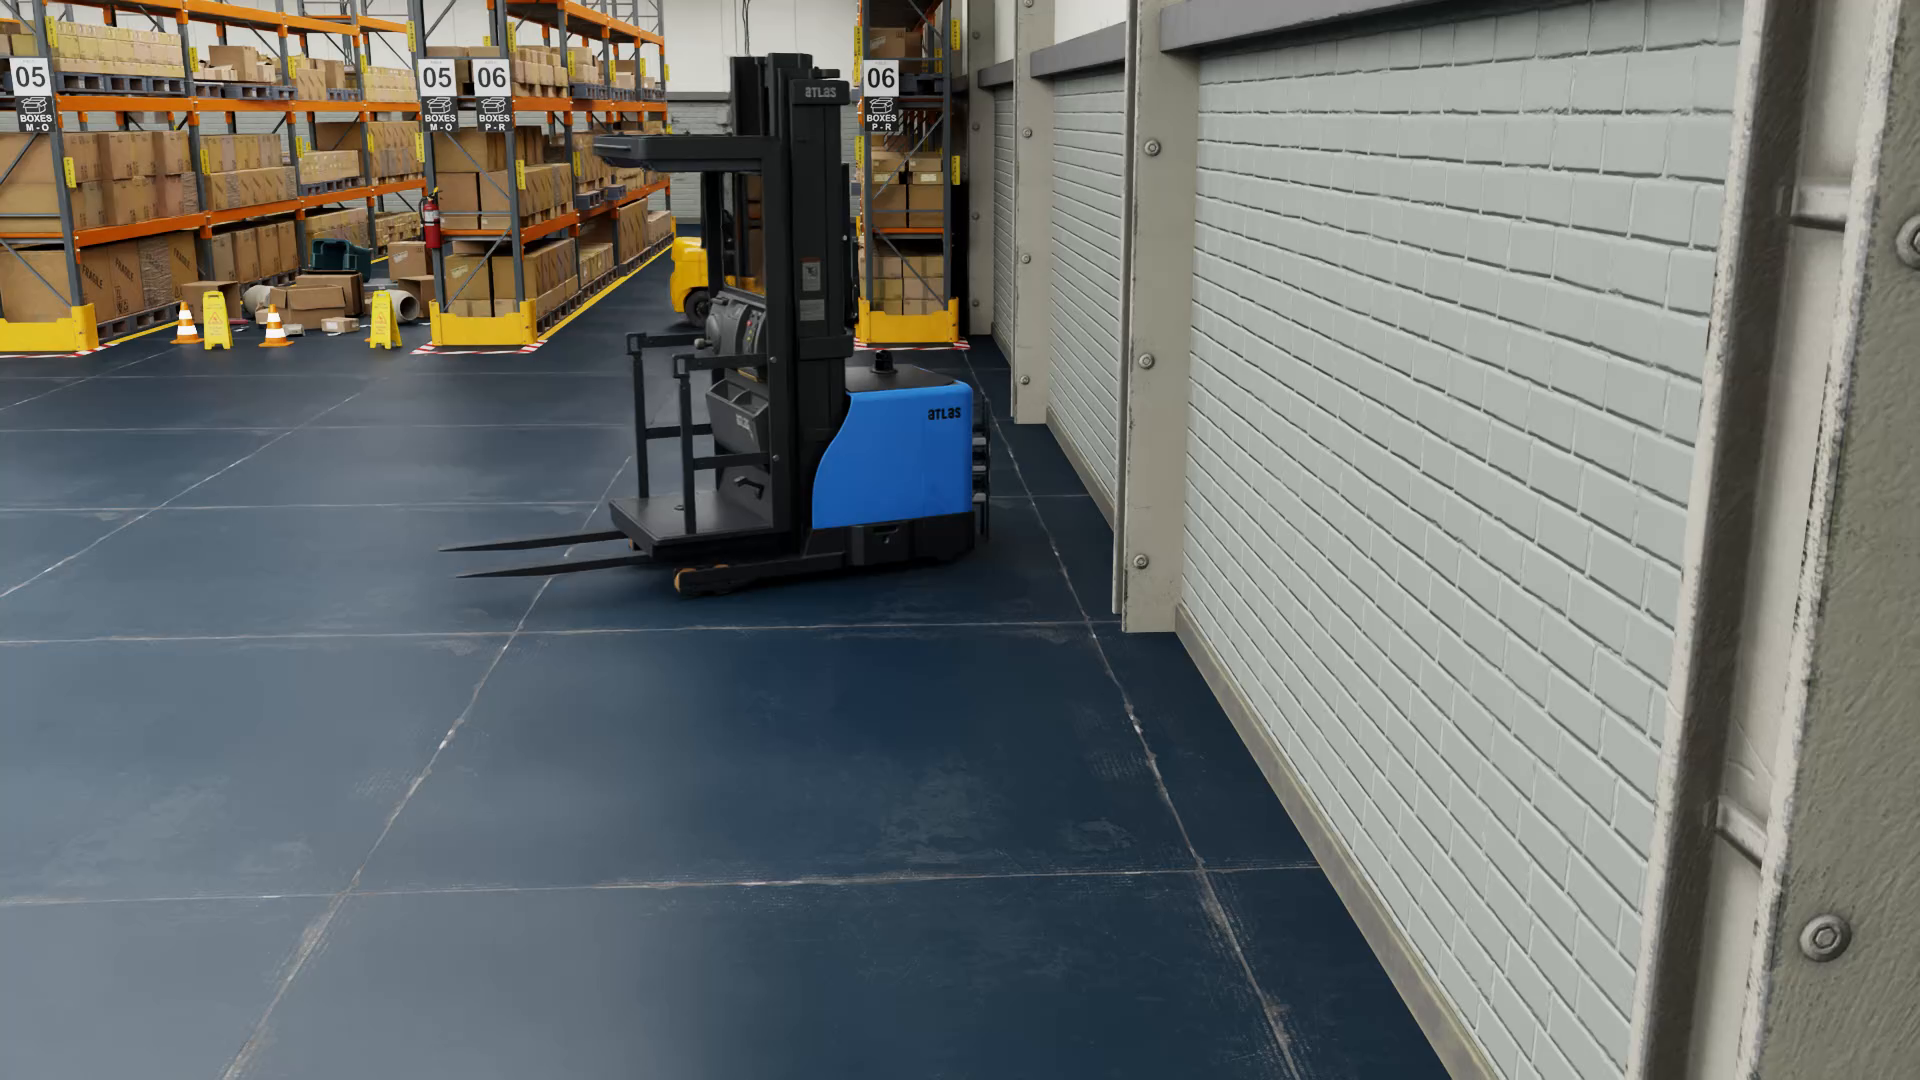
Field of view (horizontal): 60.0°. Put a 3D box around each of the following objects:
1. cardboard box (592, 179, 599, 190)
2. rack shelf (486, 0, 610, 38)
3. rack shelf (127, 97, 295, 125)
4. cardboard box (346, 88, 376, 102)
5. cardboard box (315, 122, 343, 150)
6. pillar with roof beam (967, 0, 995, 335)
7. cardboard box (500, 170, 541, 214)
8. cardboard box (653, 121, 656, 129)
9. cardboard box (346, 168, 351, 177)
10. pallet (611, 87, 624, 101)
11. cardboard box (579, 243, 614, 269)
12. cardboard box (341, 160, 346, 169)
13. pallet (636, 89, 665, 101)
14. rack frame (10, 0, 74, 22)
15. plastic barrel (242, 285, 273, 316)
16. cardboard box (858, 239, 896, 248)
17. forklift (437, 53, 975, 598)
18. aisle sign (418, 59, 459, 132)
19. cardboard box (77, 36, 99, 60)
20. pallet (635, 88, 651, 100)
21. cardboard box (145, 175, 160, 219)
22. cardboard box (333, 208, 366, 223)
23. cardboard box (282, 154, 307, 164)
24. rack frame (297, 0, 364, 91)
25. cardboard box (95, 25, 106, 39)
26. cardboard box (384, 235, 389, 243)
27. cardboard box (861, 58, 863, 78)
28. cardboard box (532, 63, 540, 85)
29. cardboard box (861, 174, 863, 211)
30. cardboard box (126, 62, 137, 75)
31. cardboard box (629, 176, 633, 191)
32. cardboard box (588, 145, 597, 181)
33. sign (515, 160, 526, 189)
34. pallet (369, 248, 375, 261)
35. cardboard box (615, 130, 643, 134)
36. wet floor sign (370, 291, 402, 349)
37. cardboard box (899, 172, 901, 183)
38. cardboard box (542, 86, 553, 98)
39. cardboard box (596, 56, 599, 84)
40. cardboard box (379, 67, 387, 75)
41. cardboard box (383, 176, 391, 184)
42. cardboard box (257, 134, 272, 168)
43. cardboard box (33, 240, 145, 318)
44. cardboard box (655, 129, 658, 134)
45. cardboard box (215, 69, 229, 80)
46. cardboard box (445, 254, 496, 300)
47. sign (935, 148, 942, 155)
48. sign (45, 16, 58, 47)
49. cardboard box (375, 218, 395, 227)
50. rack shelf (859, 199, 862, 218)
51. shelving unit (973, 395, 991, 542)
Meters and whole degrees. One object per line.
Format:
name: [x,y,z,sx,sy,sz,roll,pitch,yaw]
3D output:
cardboard box: [-5.581,-5.286,24.714,0.380,0.149,0.250,0,14,-1]
rack shelf: [-5.933,-7.598,24.245,1.077,0.370,4.000,-1,14,-3]
rack shelf: [-10.867,-6.238,24.174,1.077,0.370,4.000,-1,14,-3]
cardboard box: [-11.004,-8.125,30.366,0.500,0.250,0.500,0,14,-1]
cardboard box: [-11.538,-7.415,30.522,0.500,0.500,0.500,-1,14,-5]
pillar with roof beam: [-4.048,-6.846,19.076,9.100,9.000,0.400,-1,14,-3]
cardboard box: [-5.349,-4.186,19.979,0.500,0.500,0.500,0,14,-2]
cardboard box: [-6.197,-8.166,32.736,0.380,0.149,0.250,-1,14,-2]
cardboard box: [-10.987,-6.485,29.373,0.380,0.149,0.250,-1,14,-4]
pallet: [-6.150,-7.253,27.055,1.213,0.211,1.003,0,14,-1]
cardboard box: [-6.032,-4.523,26.515,0.950,0.372,0.625,-2,15,-7]
cardboard box: [-10.966,-6.560,29.069,0.380,0.149,0.250,-1,14,-5]
pallet: [-6.496,-8.948,33.440,1.003,0.211,1.213,-1,14,-3]
rack frame: [-16.196,-9.480,29.311,1.000,3.000,0.127,-1,14,-3]
plastic barrel: [-9.142,-3.130,21.842,0.512,0.421,0.421,10,18,35]
cardboard box: [-1.117,-3.919,22.406,0.500,0.250,0.500,-1,14,-3]
forklift: [-1.467,-1.246,9.487,3.031,2.935,1.130,-7,16,-25]
aisle sign: [-5.847,-4.982,18.652,0.394,0.787,0.004,-1,14,-3]
cardboard box: [-10.302,-5.667,19.175,0.500,0.250,0.500,-1,14,-4]
pallet: [-6.345,-8.341,31.082,1.003,0.211,1.213,-1,14,-3]
cardboard box: [-10.736,-4.345,21.091,0.875,0.550,0.550,-1,14,-3]
cardboard box: [-10.941,-5.800,29.719,0.500,0.250,0.500,-1,14,-5]
cardboard box: [-10.846,-6.185,27.015,0.380,0.149,0.250,-1,14,-5]
rack frame: [-11.239,-9.531,29.511,1.000,3.000,0.127,-1,14,-3]
cardboard box: [-10.261,-5.951,19.477,0.380,0.149,0.250,-1,14,-4]
cardboard box: [-11.025,-5.671,31.427,0.380,0.149,0.250,-1,14,-4]
cardboard box: [-1.047,-6.266,21.975,0.500,0.311,0.500,-1,14,-2]
cardboard box: [-5.405,-5.650,20.149,0.500,0.250,0.500,0,14,-2]
cardboard box: [-1.088,-4.749,22.764,0.500,0.500,0.500,-1,14,-5]
cardboard box: [-10.306,-5.754,20.310,0.380,0.149,0.250,-1,14,-4]
cardboard box: [-5.947,-6.166,28.773,0.500,0.250,0.500,-1,14,-3]
cardboard box: [-5.601,-5.502,24.251,0.500,0.500,0.500,-1,14,-4]
sign: [-5.020,-4.171,18.978,0.100,0.325,0.005,-1,14,-3]
pallet: [-11.190,-5.082,29.853,1.003,0.211,1.213,-1,14,-3]
cardboard box: [-6.027,-7.153,30.099,0.500,0.500,0.500,0,14,-2]
wet floor sign: [-6.618,-2.539,19.099,0.267,0.644,0.232,4,15,16]
cardboard box: [-0.909,-4.393,20.080,0.380,0.149,0.250,-1,14,-2]
cardboard box: [-5.436,-5.739,21.295,0.380,0.149,0.250,0,14,-2]
cardboard box: [-6.308,-7.680,27.293,0.700,0.500,0.500,-2,15,-6]
cardboard box: [-11.049,-8.845,31.360,0.380,0.149,0.250,0,14,-1]
cardboard box: [-11.051,-6.840,31.593,0.380,0.149,0.250,-1,14,-2]
cardboard box: [-10.941,-5.926,25.331,0.700,0.500,0.500,-1,14,-4]
cardboard box: [-10.660,-3.202,20.373,0.875,0.875,0.875,-1,14,-4]
cardboard box: [-6.167,-7.761,32.463,0.500,0.500,0.500,-1,14,-4]
cardboard box: [-10.571,-6.571,23.488,0.380,0.149,0.250,-1,14,-3]
cardboard box: [-5.871,-3.173,20.009,0.500,0.500,0.500,-1,14,-3]
sign: [-0.302,-5.282,23.139,0.100,0.325,0.005,-1,14,-3]
sign: [-9.941,-5.563,18.194,0.100,0.325,0.005,-1,14,-3]
cardboard box: [-11.050,-6.086,31.845,0.380,0.149,0.250,-1,14,-2]
rack shelf: [-0.979,-4.964,25.244,1.077,0.370,4.000,-1,14,-3]
shelving unit: [0.050,-0.446,10.454,0.258,0.900,0.210,-2,15,-7]
